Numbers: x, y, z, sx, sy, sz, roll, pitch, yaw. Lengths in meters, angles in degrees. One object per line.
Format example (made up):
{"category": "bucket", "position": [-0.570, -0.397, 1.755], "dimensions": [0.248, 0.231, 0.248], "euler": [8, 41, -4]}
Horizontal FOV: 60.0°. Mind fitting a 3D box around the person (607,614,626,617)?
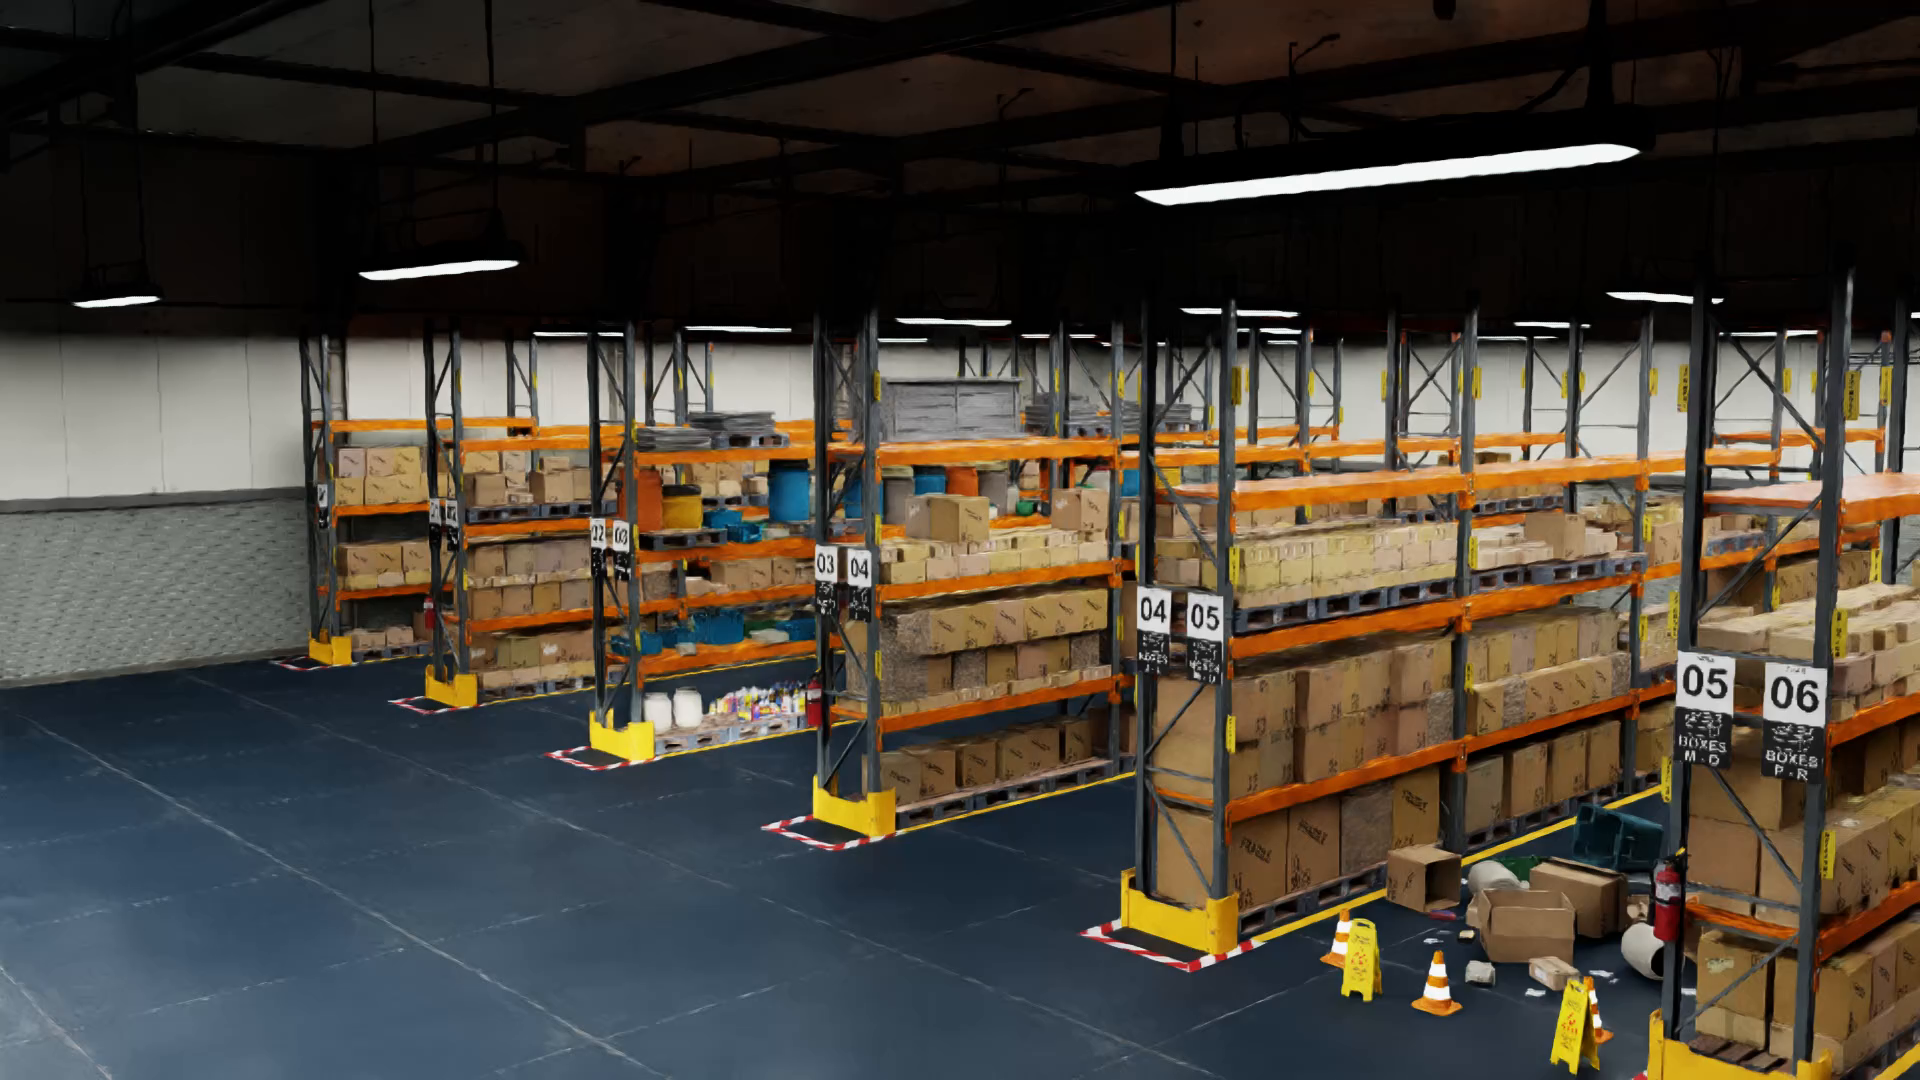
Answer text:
{"category": "person", "position": [-6.236, 1.247, 30.194], "dimensions": [1.041, 1.716, 0.571], "euler": [-5, 8, -43]}
